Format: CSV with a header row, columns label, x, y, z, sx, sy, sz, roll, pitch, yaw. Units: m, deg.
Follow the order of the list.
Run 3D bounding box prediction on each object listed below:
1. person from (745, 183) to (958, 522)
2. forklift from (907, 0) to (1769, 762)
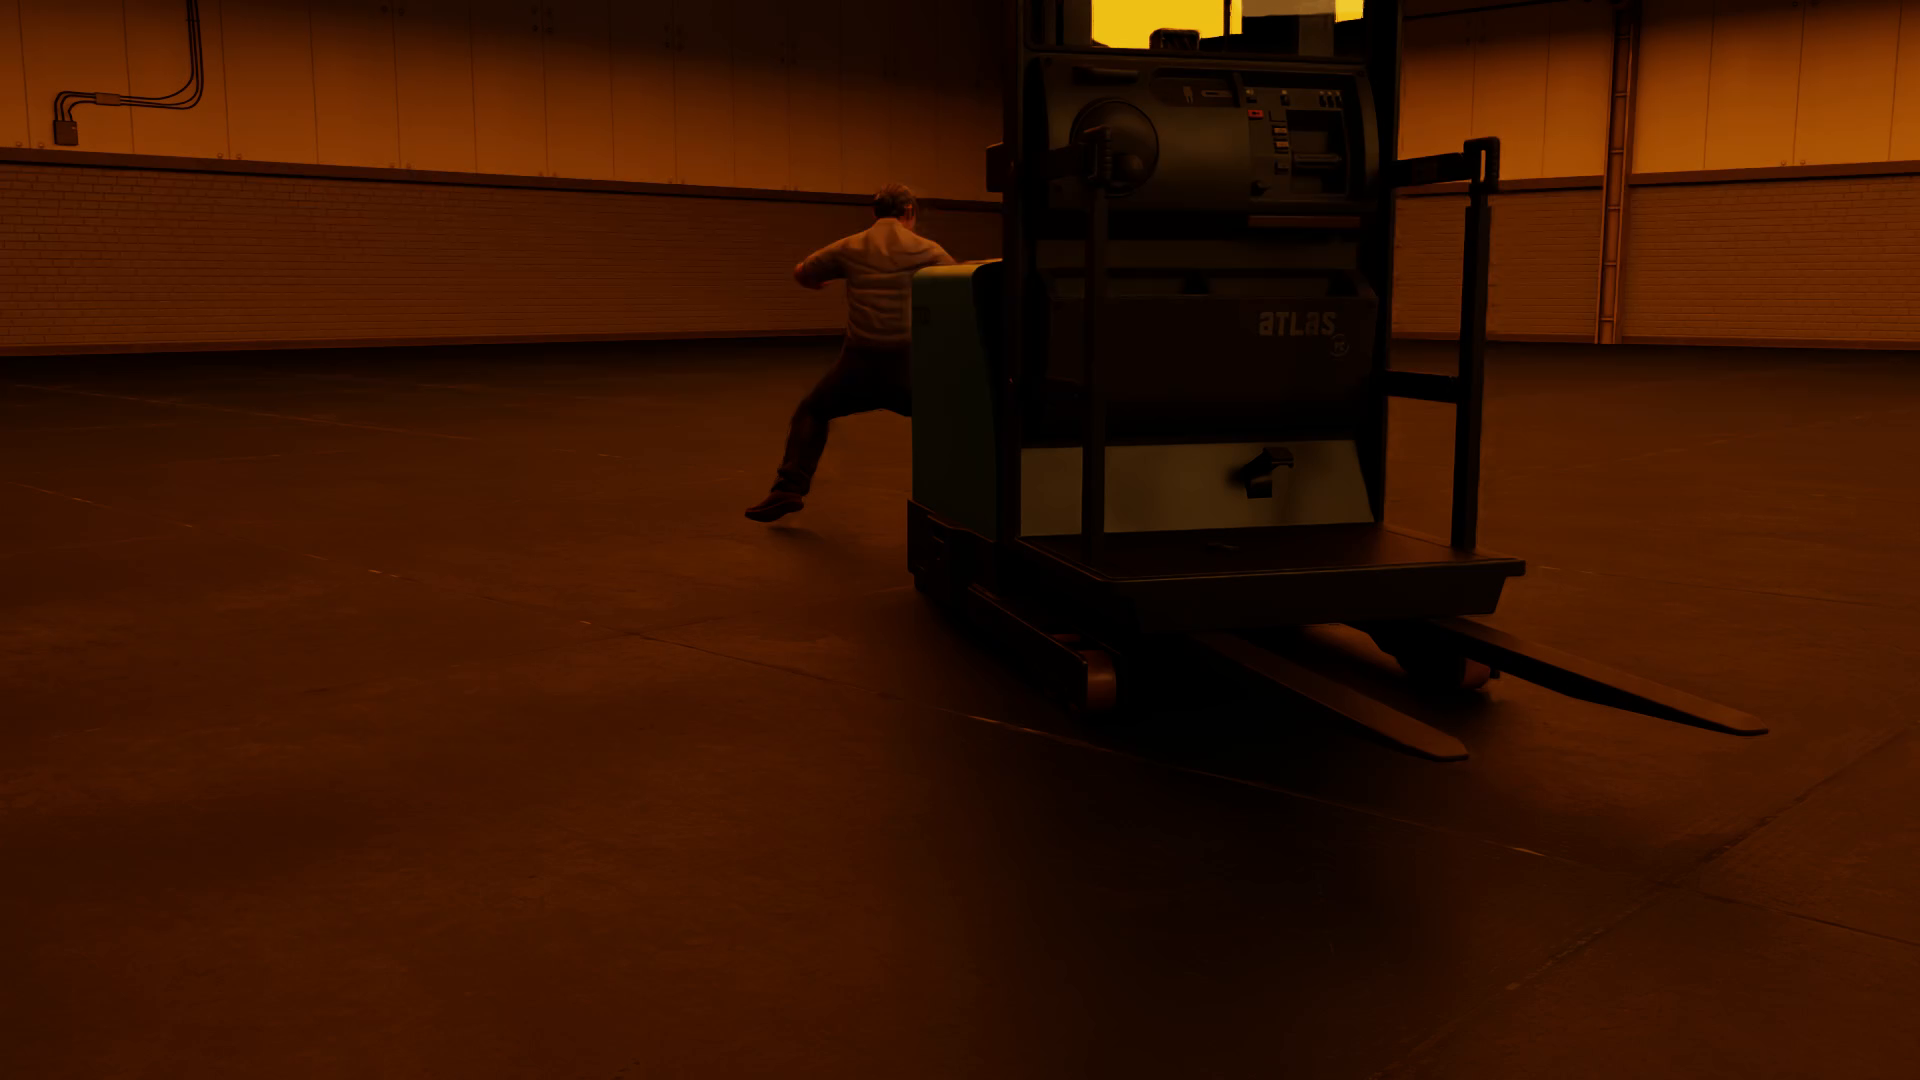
label,x,y,z,sx,sy,sz,roll,pitch,yaw
person,-0.293,-0.760,6.961,1.204,1.430,0.626,3,9,17
forklift,0.715,-1.093,4.131,1.130,2.935,3.031,-2,9,-15
